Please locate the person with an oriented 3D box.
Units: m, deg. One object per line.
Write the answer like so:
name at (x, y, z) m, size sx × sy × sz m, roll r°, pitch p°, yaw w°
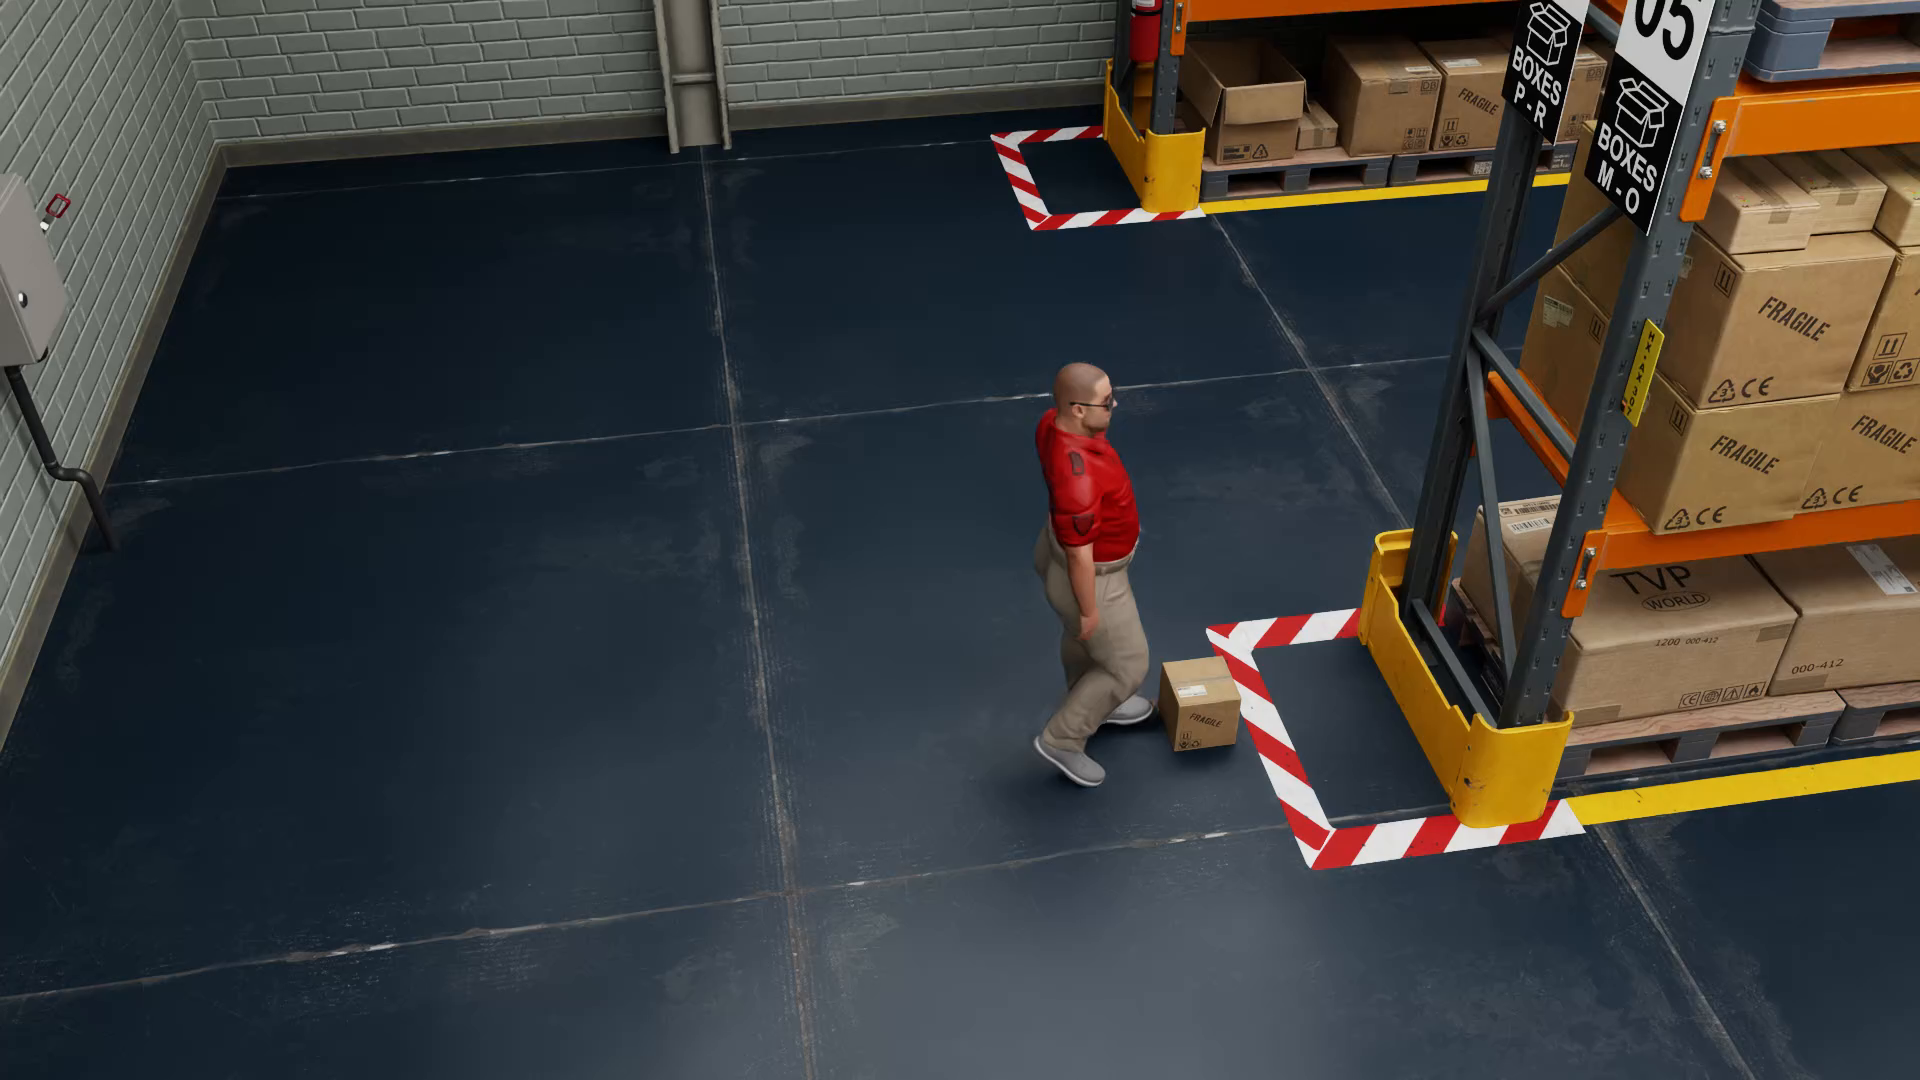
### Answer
person at (0.516, 0.112, 6.032) m, size 0.537 × 1.762 × 0.560 m, roll -6°, pitch 39°, yaw -8°
